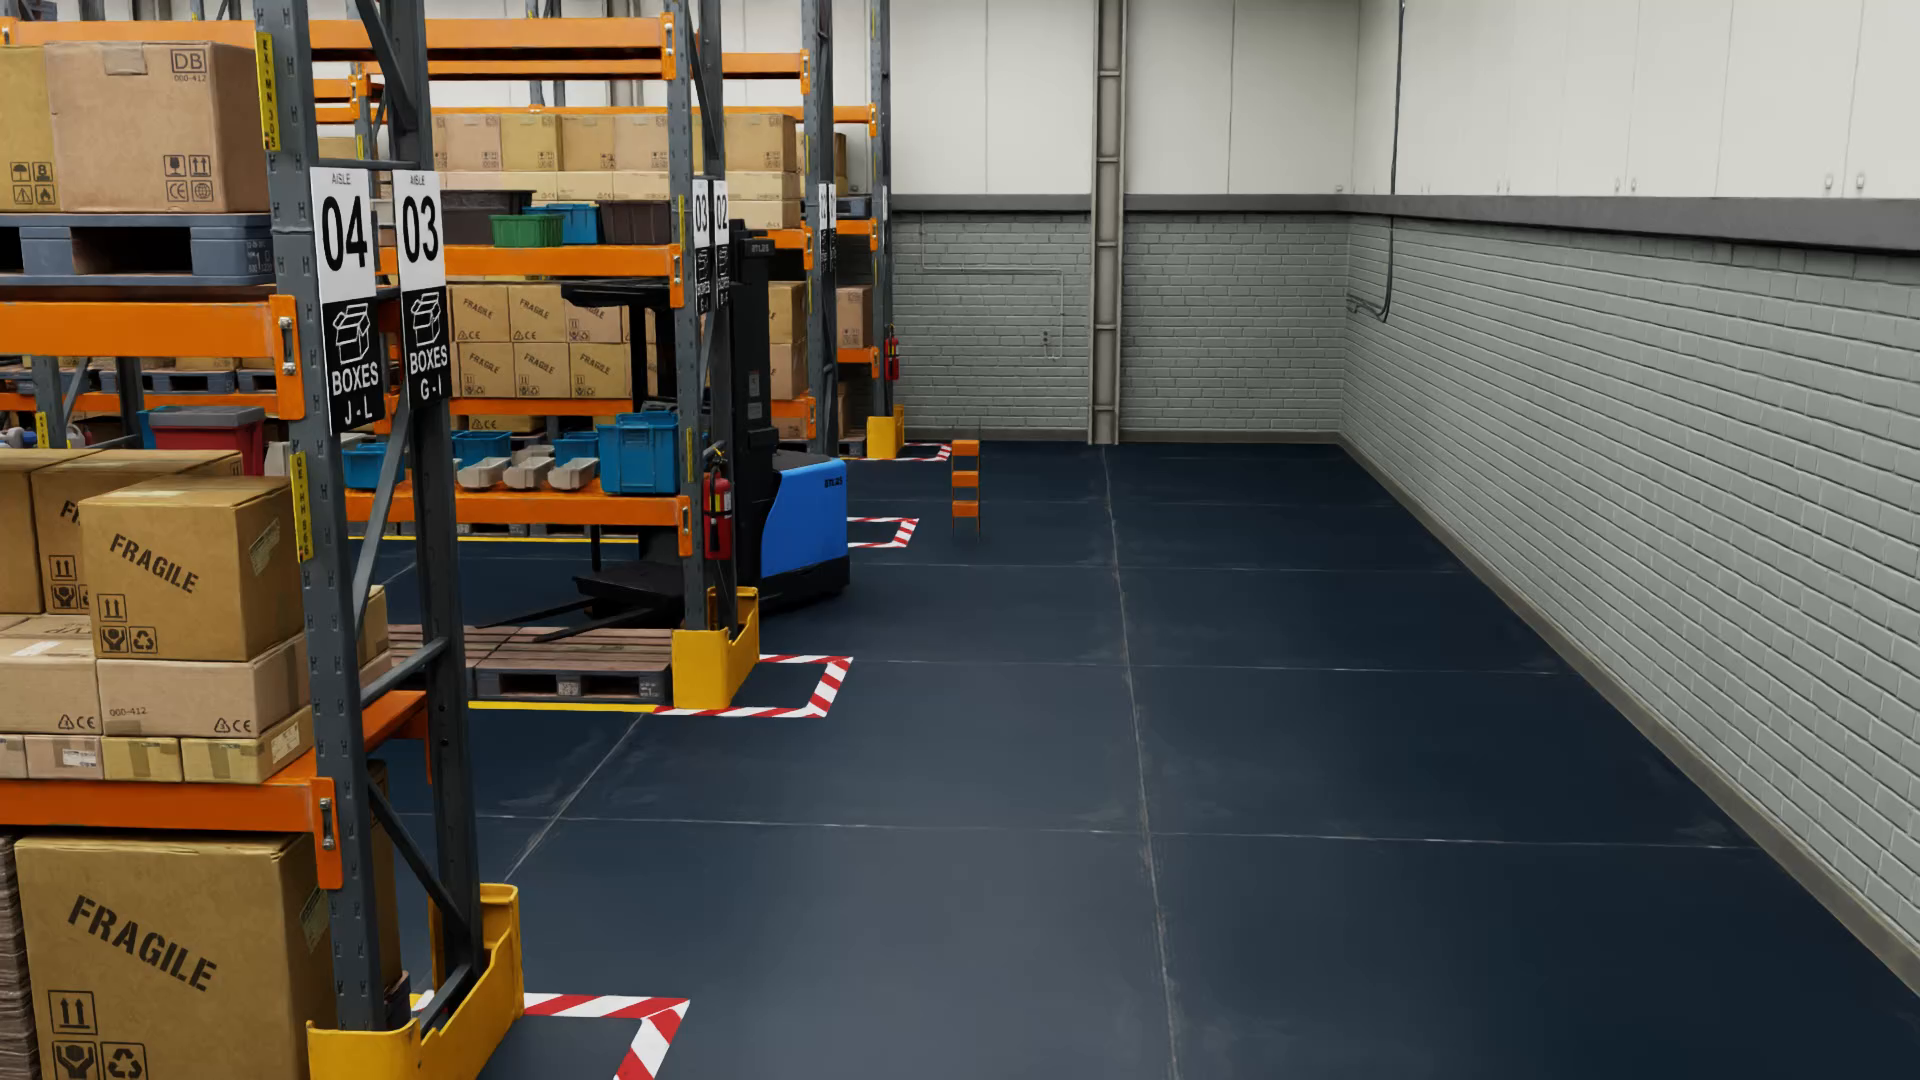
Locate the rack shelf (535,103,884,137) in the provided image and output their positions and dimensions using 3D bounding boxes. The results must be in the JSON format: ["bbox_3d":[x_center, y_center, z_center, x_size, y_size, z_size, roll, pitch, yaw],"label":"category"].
[{"bbox_3d":[-2.929,-4.980,19.812,4.000,0.370,1.077,1,12,4],"label":"rack shelf"}]

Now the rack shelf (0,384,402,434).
[{"bbox_3d":[-7.247,-1.282,15.809,4.000,0.370,1.077,1,12,4],"label":"rack shelf"}]

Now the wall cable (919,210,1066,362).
[{"bbox_3d":[0.408,-3.237,20.917,1.851,1.984,0.084,1,12,4],"label":"wall cable"}]

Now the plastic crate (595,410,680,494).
[{"bbox_3d":[-1.942,-0.553,10.335,0.499,0.435,0.616,1,12,4],"label":"plastic crate"}]

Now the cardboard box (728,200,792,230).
[{"bbox_3d":[-1.791,-2.900,14.827,0.500,0.250,0.500,1,12,4],"label":"cardboard box"}]

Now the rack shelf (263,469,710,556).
[{"bbox_3d":[-3.591,-0.215,10.710,4.000,0.370,1.077,1,12,4],"label":"rack shelf"}]

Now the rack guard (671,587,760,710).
[{"bbox_3d":[-1.570,0.681,10.772,0.348,0.500,1.175,1,12,4],"label":"rack guard"}]

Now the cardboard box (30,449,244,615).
[{"bbox_3d":[-2.886,-0.036,5.904,0.500,0.500,0.500,0,12,2],"label":"cardboard box"}]

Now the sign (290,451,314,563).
[{"bbox_3d":[-1.976,-0.100,4.996,0.005,0.325,0.100,1,12,4],"label":"sign"}]

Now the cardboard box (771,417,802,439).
[{"bbox_3d":[-2.137,-1.542,20.374,0.500,0.500,0.700,1,12,4],"label":"cardboard box"}]

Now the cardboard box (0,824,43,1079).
[{"bbox_3d":[-3.478,1.301,5.866,0.875,0.875,0.875,1,12,4],"label":"cardboard box"}]

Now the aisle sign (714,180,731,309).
[{"bbox_3d":[-1.503,-1.872,10.524,0.004,0.787,0.394,1,12,4],"label":"aisle sign"}]

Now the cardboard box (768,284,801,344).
[{"bbox_3d":[-1.723,-2.040,14.991,0.500,0.500,0.500,1,12,3],"label":"cardboard box"}]

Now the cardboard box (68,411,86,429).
[{"bbox_3d":[-11.145,-1.701,21.087,0.500,0.500,0.700,1,12,4],"label":"cardboard box"}]

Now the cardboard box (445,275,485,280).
[{"bbox_3d":[-5.917,-3.153,20.146,0.500,0.250,0.500,1,12,5],"label":"cardboard box"}]

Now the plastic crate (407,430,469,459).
[{"bbox_3d":[-3.433,-0.580,10.960,0.300,0.233,0.416,1,12,4],"label":"plastic crate"}]

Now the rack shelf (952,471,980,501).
[{"bbox_3d":[0.053,-0.503,15.141,0.240,0.259,0.215,1,12,4],"label":"rack shelf"}]

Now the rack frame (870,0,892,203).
[{"bbox_3d":[-0.933,-5.500,19.566,0.127,3.000,1.000,1,12,4],"label":"rack frame"}]

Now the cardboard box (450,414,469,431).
[{"bbox_3d":[-6.468,-1.766,20.590,0.750,0.750,0.750,1,12,5],"label":"cardboard box"}]

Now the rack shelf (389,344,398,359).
[{"bbox_3d":[-6.920,-2.294,20.647,4.000,0.370,1.077,1,12,4],"label":"rack shelf"}]

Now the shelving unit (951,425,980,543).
[{"bbox_3d":[0.053,-0.513,15.139,0.252,1.050,0.215,1,12,4],"label":"shelving unit"}]

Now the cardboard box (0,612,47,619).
[{"bbox_3d":[-3.407,0.325,6.012,0.500,0.250,0.500,0,12,2],"label":"cardboard box"}]

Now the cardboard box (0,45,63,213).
[{"bbox_3d":[-3.002,-1.328,5.434,0.500,0.500,0.700,0,12,2],"label":"cardboard box"}]

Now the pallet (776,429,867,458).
[{"bbox_3d":[-1.736,-1.194,20.442,1.213,0.211,1.003,1,12,4],"label":"pallet"}]

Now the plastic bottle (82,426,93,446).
[{"bbox_3d":[-5.924,-0.630,11.219,0.133,0.283,0.061,1,12,4],"label":"plastic bottle"}]

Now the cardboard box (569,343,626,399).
[{"bbox_3d":[-3.244,-1.573,15.197,0.500,0.500,0.500,1,12,3],"label":"cardboard box"}]

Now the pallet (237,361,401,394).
[{"bbox_3d":[-6.041,-1.546,15.783,1.213,0.211,1.003,1,12,4],"label":"pallet"}]

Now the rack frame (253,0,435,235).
[{"bbox_3d":[-1.926,-2.465,5.054,0.127,3.000,1.000,1,12,4],"label":"rack frame"}]

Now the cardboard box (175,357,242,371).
[{"bbox_3d":[-7.018,-1.873,15.606,0.500,0.500,0.700,-2,12,-11],"label":"cardboard box"}]

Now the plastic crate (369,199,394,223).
[{"bbox_3d":[-3.786,-2.044,10.657,0.530,0.282,0.437,1,12,4],"label":"plastic crate"}]

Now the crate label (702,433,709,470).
[{"bbox_3d":[-1.819,-0.558,10.854,0.303,0.233,0.416,1,12,4],"label":"crate label"}]

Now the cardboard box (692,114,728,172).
[{"bbox_3d":[-2.267,-3.586,15.056,0.500,0.500,0.700,1,12,4],"label":"cardboard box"}]

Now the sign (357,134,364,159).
[{"bbox_3d":[-5.285,-3.407,14.662,0.005,0.325,0.100,1,12,4],"label":"sign"}]

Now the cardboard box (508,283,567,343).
[{"bbox_3d":[-3.772,-2.067,15.119,0.500,0.500,0.500,0,12,2],"label":"cardboard box"}]

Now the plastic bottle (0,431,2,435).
[{"bbox_3d":[-6.502,-0.628,11.241,0.097,0.271,0.097,0,12,0],"label":"plastic bottle"}]

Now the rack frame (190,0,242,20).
[{"bbox_3d":[-8.915,-5.610,20.090,0.127,3.000,1.000,1,12,4],"label":"rack frame"}]

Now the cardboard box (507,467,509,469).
[{"bbox_3d":[-4.664,-0.649,16.055,0.500,0.500,0.500,1,12,4],"label":"cardboard box"}]

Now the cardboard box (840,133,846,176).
[{"bbox_3d":[-1.645,-4.640,20.043,0.500,0.500,0.500,0,12,2],"label":"cardboard box"}]

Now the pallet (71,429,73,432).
[{"bbox_3d":[-10.909,-1.337,21.124,1.213,0.211,1.003,1,12,4],"label":"pallet"}]

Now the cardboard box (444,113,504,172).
[{"bbox_3d":[-4.274,-3.578,15.019,0.500,0.500,0.700,1,12,4],"label":"cardboard box"}]

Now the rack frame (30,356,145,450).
[{"bbox_3d":[-5.586,-0.595,10.767,0.127,3.000,1.000,1,12,4],"label":"rack frame"}]

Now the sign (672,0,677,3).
[{"bbox_3d":[-1.616,-3.206,9.386,0.005,0.325,0.100,1,12,4],"label":"sign"}]

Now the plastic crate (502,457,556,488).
[{"bbox_3d":[-2.709,-0.421,10.436,0.243,0.136,0.396,1,12,4],"label":"plastic crate"}]

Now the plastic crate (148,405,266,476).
[{"bbox_3d":[-4.712,-0.592,10.451,0.583,0.464,0.402,1,12,4],"label":"plastic crate"}]

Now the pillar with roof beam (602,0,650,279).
[{"bbox_3d":[-4.456,-4.843,16.423,0.400,9.000,9.100,1,12,4],"label":"pillar with roof beam"}]

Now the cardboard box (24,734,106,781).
[{"bbox_3d":[-2.815,0.650,5.428,0.250,0.149,0.380,1,12,4],"label":"cardboard box"}]

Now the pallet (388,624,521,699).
[{"bbox_3d":[-3.629,0.788,10.965,1.213,0.211,1.003,1,12,4],"label":"pallet"}]

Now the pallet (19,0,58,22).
[{"bbox_3d":[-6.414,-3.248,10.237,1.213,0.211,1.003,1,12,4],"label":"pallet"}]

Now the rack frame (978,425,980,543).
[{"bbox_3d":[0.175,-0.511,15.131,0.008,1.050,0.200,1,12,4],"label":"rack frame"}]

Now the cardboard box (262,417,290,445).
[{"bbox_3d":[-6.716,-1.036,16.073,0.500,0.250,0.500,1,12,4],"label":"cardboard box"}]

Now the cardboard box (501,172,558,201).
[{"bbox_3d":[-3.786,-3.173,14.912,0.500,0.250,0.500,1,12,4],"label":"cardboard box"}]

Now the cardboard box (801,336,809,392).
[{"bbox_3d":[-1.686,-1.661,15.619,0.500,0.500,0.500,1,12,5],"label":"cardboard box"}]

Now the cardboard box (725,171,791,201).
[{"bbox_3d":[-1.790,-3.146,14.784,0.500,0.250,0.500,1,12,4],"label":"cardboard box"}]

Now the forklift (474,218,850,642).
[{"bbox_3d":[-2.154,-0.836,12.089,1.130,2.935,3.031,9,15,35],"label":"forklift"}]

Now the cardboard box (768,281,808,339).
[{"bbox_3d":[-1.686,-2.150,15.517,0.500,0.500,0.500,1,12,5],"label":"cardboard box"}]
